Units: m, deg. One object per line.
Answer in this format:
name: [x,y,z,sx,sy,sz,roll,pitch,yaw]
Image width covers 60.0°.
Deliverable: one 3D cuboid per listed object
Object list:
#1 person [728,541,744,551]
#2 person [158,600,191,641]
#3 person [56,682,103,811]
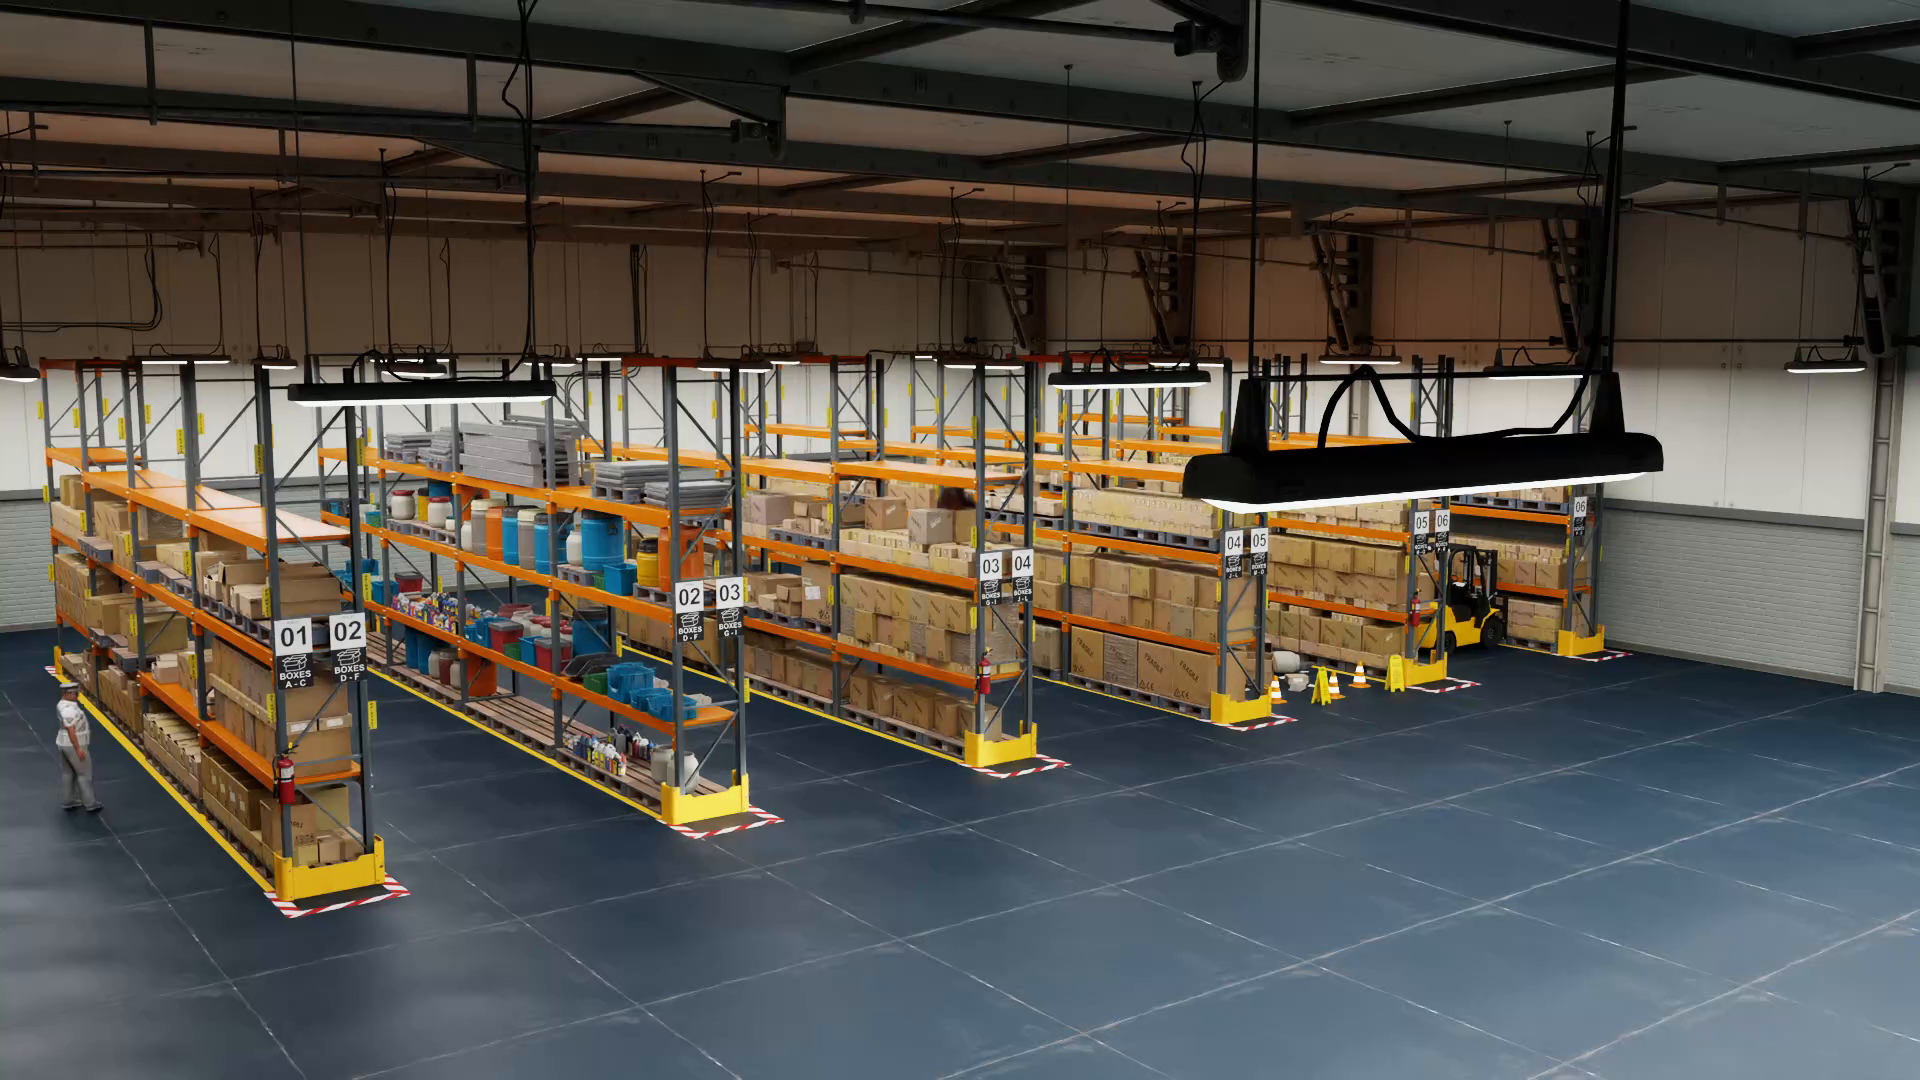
person: [-5.579,0.535,41.438,0.971,1.632,0.557,-5,9,-37]
person: [-15.707,1.520,33.134,1.013,1.611,0.489,3,8,25]
person: [-11.885,2.775,22.404,0.611,1.741,0.476,6,9,42]
